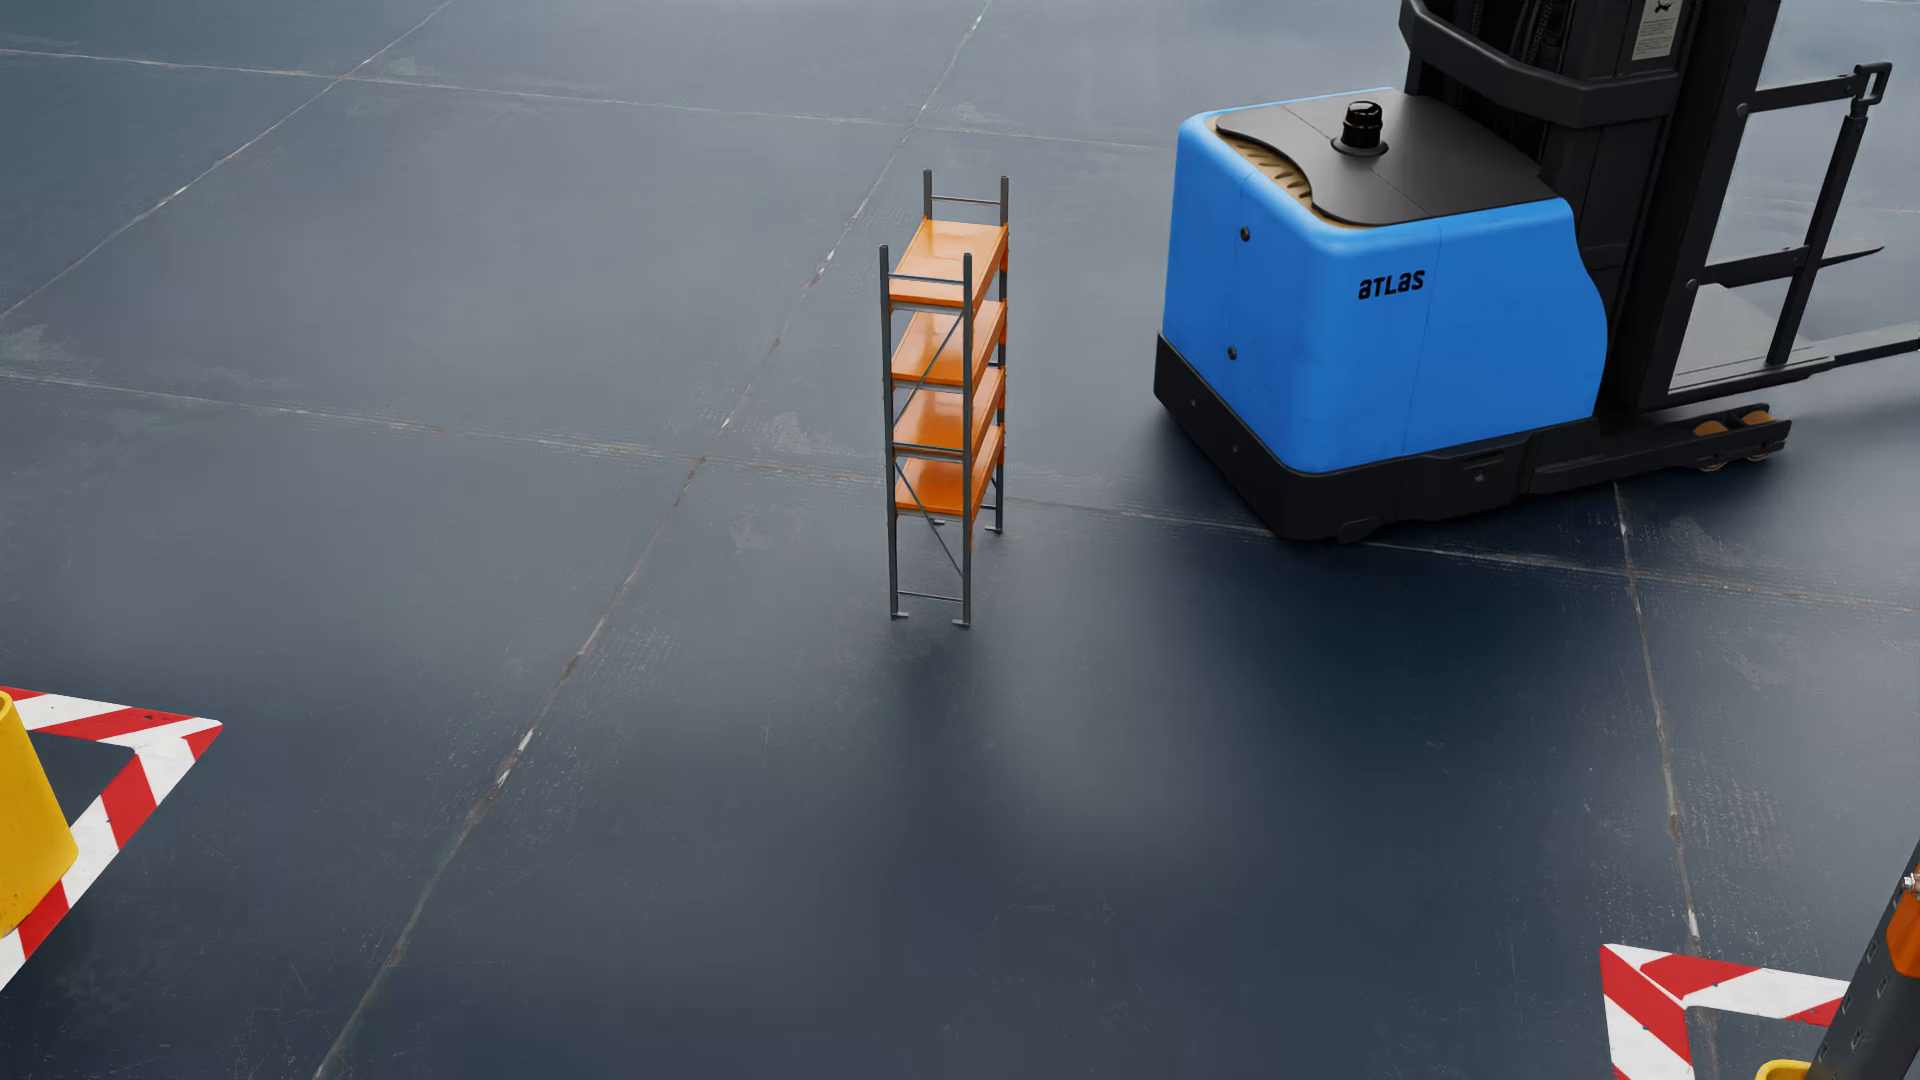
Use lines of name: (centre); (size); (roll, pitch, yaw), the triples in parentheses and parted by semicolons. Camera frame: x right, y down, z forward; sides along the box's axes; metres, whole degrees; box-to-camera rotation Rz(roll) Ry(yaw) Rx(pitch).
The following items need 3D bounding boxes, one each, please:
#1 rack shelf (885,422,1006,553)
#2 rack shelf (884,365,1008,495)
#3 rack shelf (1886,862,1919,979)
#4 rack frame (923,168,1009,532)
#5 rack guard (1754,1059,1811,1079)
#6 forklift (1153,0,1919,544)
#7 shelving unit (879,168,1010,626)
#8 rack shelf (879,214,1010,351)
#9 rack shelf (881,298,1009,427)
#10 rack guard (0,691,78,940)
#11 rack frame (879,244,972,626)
rack shelf: (-0.035, -0.176, 4.923); (0.258, 0.148, 0.480); (7, 37, 10)
rack shelf: (-0.035, -0.336, 4.806); (0.258, 0.148, 0.480); (7, 37, 10)
rack shelf: (1.590, 1.709, 0.949); (1.077, 0.370, 4.000); (7, 37, 10)
rack frame: (0.017, -0.531, 4.960); (0.240, 1.200, 0.015); (7, 37, 10)
rack guard: (2.001, 1.327, 2.993); (1.175, 0.500, 0.348); (7, 37, 10)
forklift: (2.253, -1.696, 5.092); (3.031, 2.935, 1.130); (-12, 38, -16)
shelving unit: (-0.035, -0.391, 4.767); (0.258, 1.200, 0.503); (7, 37, 10)
rack shelf: (-0.035, -0.709, 4.536); (0.258, 0.148, 0.480); (7, 37, 10)
rack shelf: (-0.035, -0.518, 4.675); (0.258, 0.148, 0.480); (7, 37, 10)
rack guard: (-2.801, 0.590, 4.010); (1.175, 0.500, 0.348); (7, 37, 10)
rack frame: (-0.087, -0.251, 4.574); (0.240, 1.200, 0.015); (7, 37, 10)
